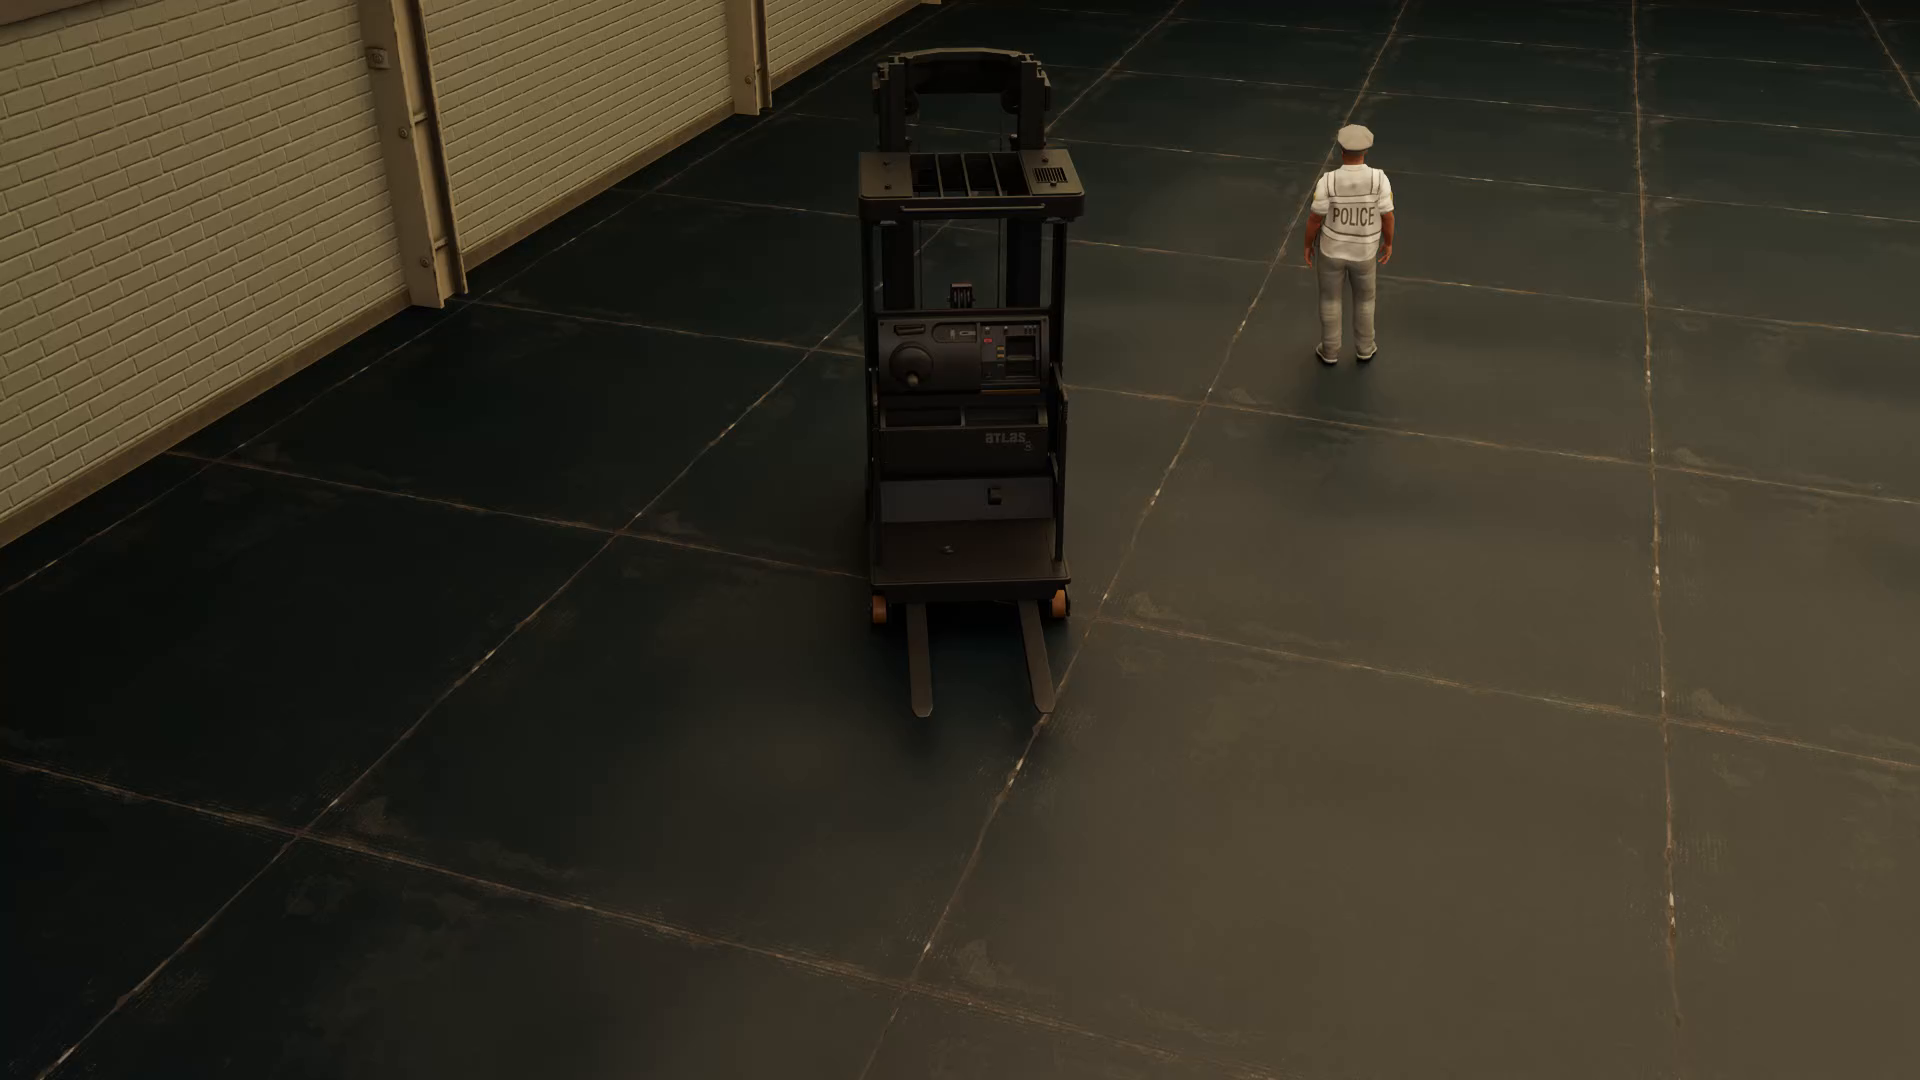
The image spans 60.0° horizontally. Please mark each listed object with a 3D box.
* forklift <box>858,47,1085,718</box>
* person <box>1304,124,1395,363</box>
[{"bbox_3d":[0.035,-0.972,8.842,1.130,2.935,3.031,-2,30,-3],"label":"forklift"},{"bbox_3d":[2.810,-2.142,12.040,0.640,1.780,0.575,4,30,8],"label":"person"}]
